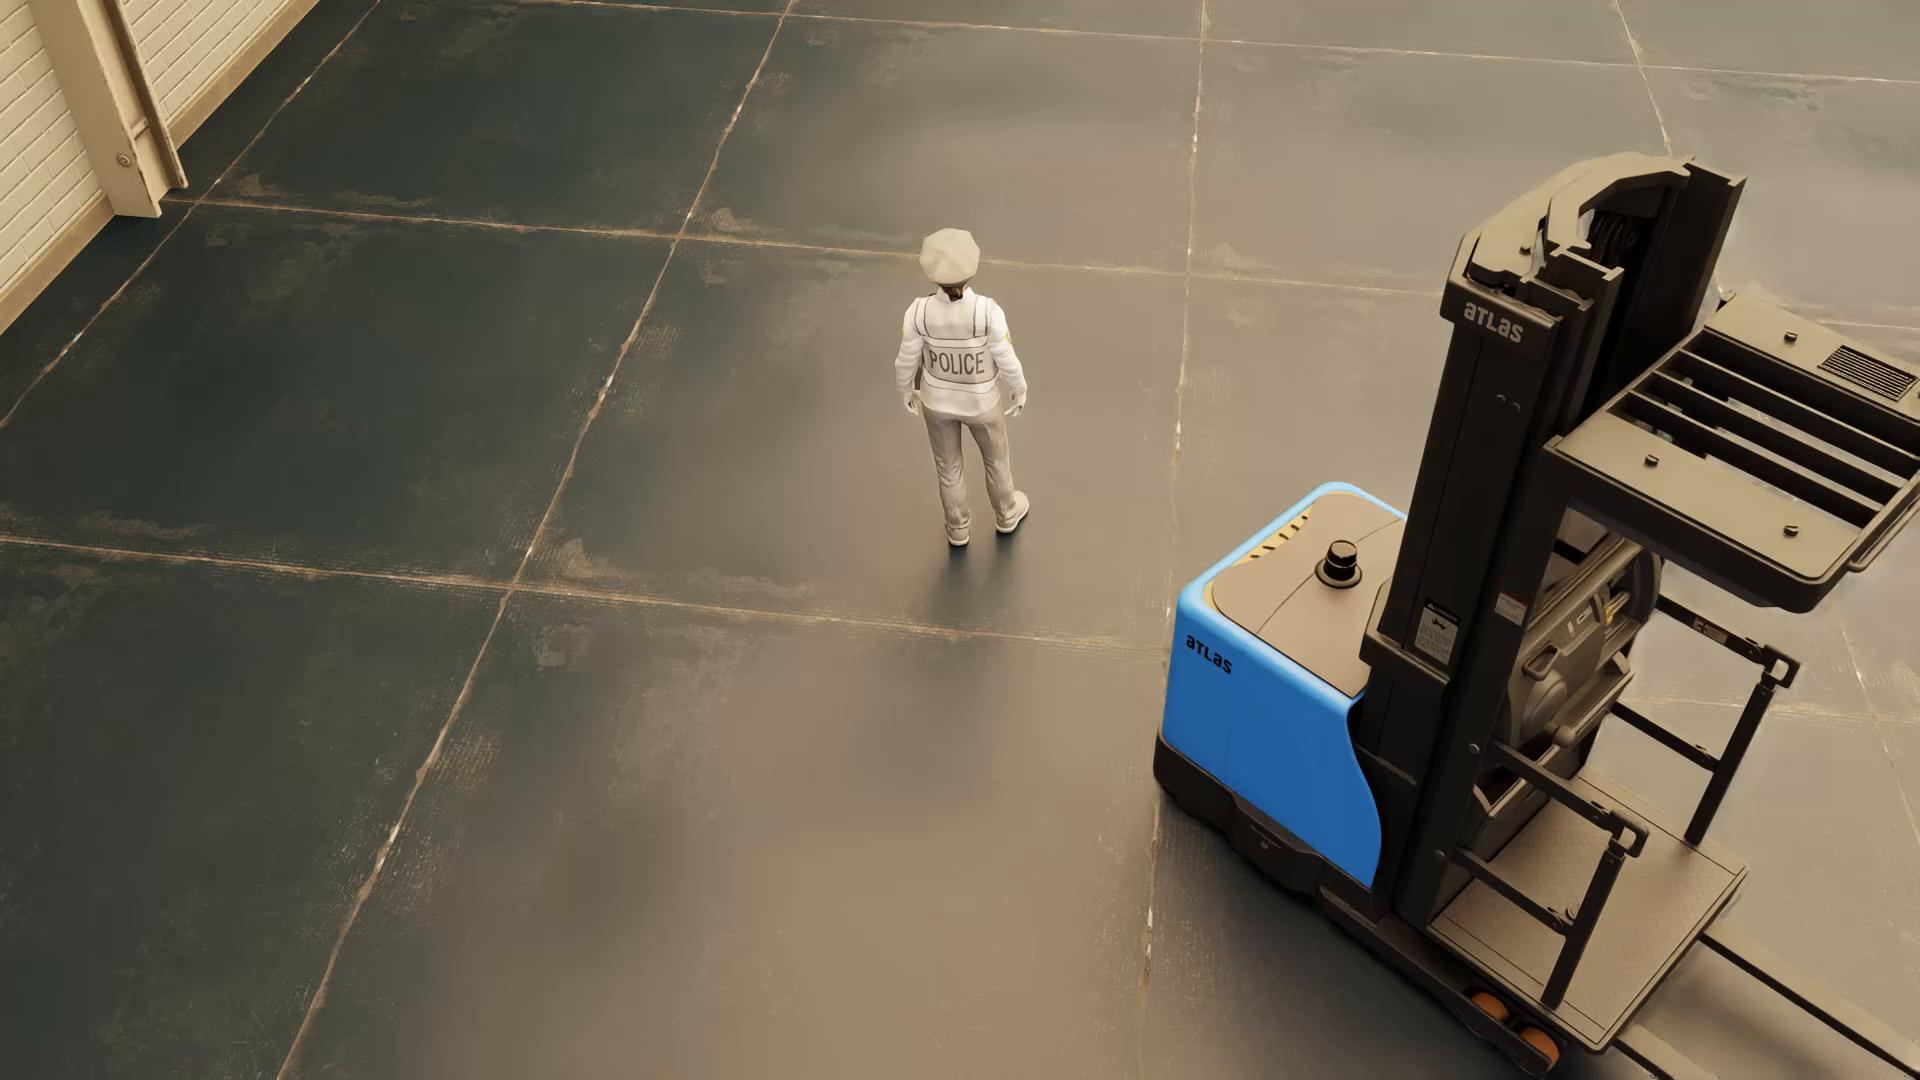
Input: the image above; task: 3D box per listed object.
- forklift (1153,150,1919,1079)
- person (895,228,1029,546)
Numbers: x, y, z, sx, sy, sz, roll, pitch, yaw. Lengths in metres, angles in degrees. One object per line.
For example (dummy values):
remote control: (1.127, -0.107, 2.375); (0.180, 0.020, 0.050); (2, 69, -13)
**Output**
forklift: (2.172, 0.397, 5.292); (1.130, 2.935, 3.031); (-33, 52, -31)
person: (0.015, -0.675, 7.362); (0.587, 1.695, 0.531); (5, 43, 6)
